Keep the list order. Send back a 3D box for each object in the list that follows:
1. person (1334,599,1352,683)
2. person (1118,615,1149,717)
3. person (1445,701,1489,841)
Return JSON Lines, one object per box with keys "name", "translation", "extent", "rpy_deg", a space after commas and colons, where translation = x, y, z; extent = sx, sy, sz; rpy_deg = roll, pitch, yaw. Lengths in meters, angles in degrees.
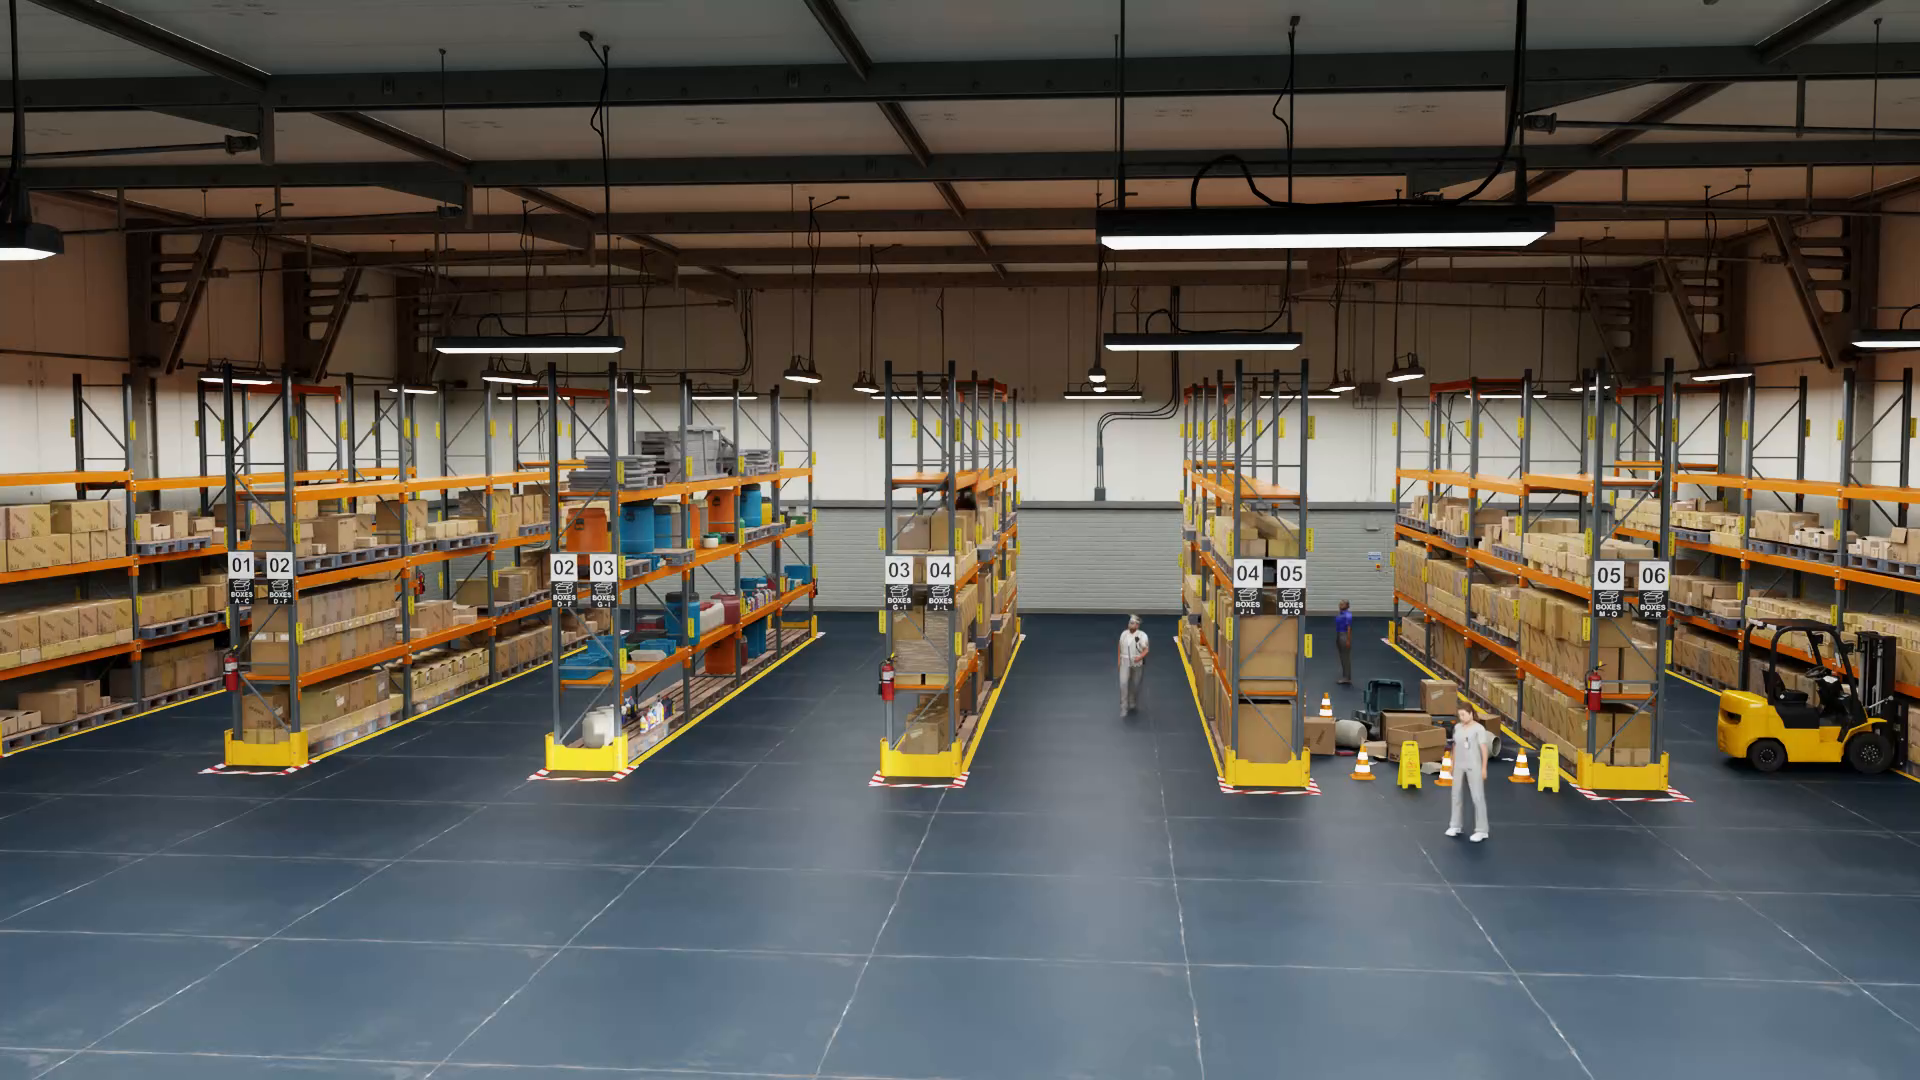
{"name": "person", "translation": [7.616, 1.999, 33.052], "extent": [0.351, 1.659, 0.489], "rpy_deg": [1, 4, 9]}
{"name": "person", "translation": [3.065, 2.212, 29.489], "extent": [0.560, 1.765, 0.985], "rpy_deg": [1, 4, 8]}
{"name": "person", "translation": [6.226, 2.808, 20.439], "extent": [0.391, 1.659, 0.529], "rpy_deg": [-3, 5, -38]}
